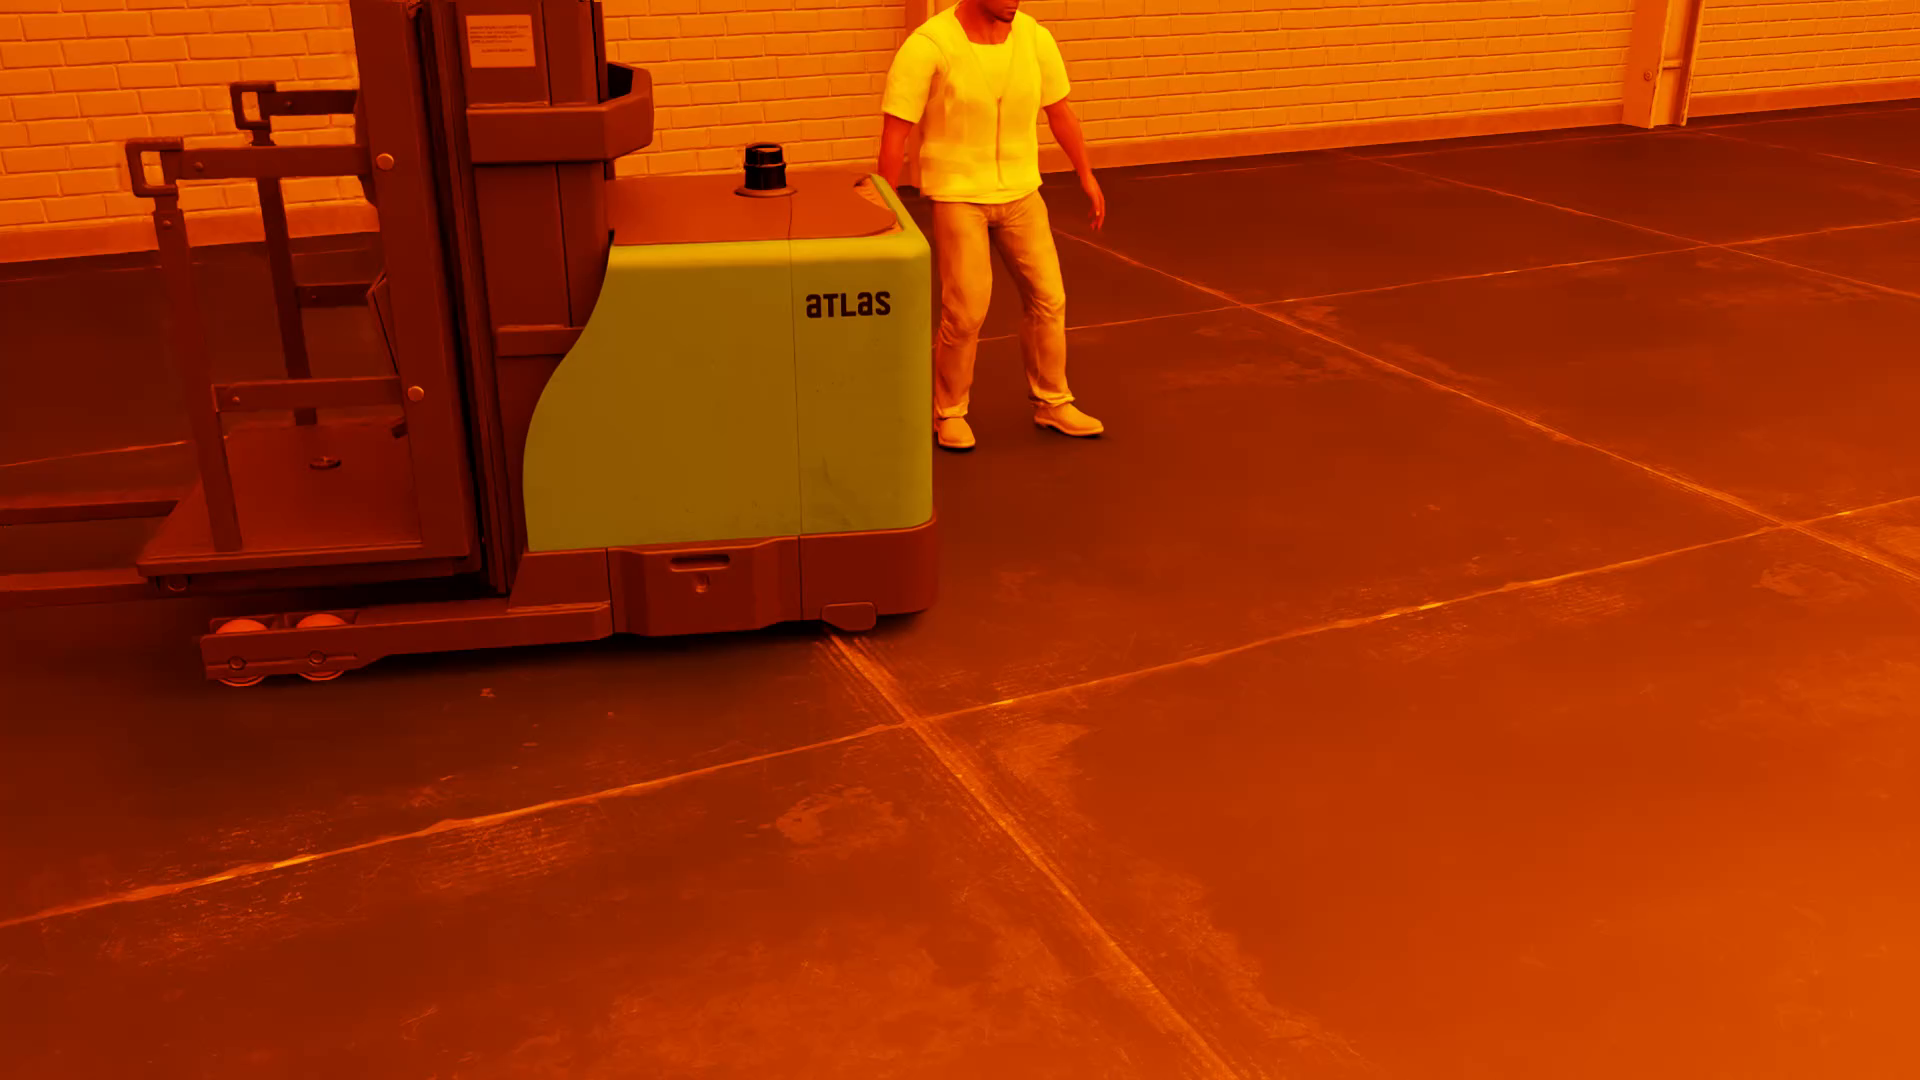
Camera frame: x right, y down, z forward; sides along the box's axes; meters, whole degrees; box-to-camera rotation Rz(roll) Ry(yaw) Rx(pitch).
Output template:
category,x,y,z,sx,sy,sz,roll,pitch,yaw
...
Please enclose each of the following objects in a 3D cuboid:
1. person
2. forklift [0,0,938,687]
category,x,y,z,sx,sy,sz,roll,pitch,yaw
person,0.105,-1.168,5.657,0.816,1.737,0.414,-11,25,-25
forklift,-1.625,-1.200,4.175,3.031,2.935,1.130,-4,23,-9
